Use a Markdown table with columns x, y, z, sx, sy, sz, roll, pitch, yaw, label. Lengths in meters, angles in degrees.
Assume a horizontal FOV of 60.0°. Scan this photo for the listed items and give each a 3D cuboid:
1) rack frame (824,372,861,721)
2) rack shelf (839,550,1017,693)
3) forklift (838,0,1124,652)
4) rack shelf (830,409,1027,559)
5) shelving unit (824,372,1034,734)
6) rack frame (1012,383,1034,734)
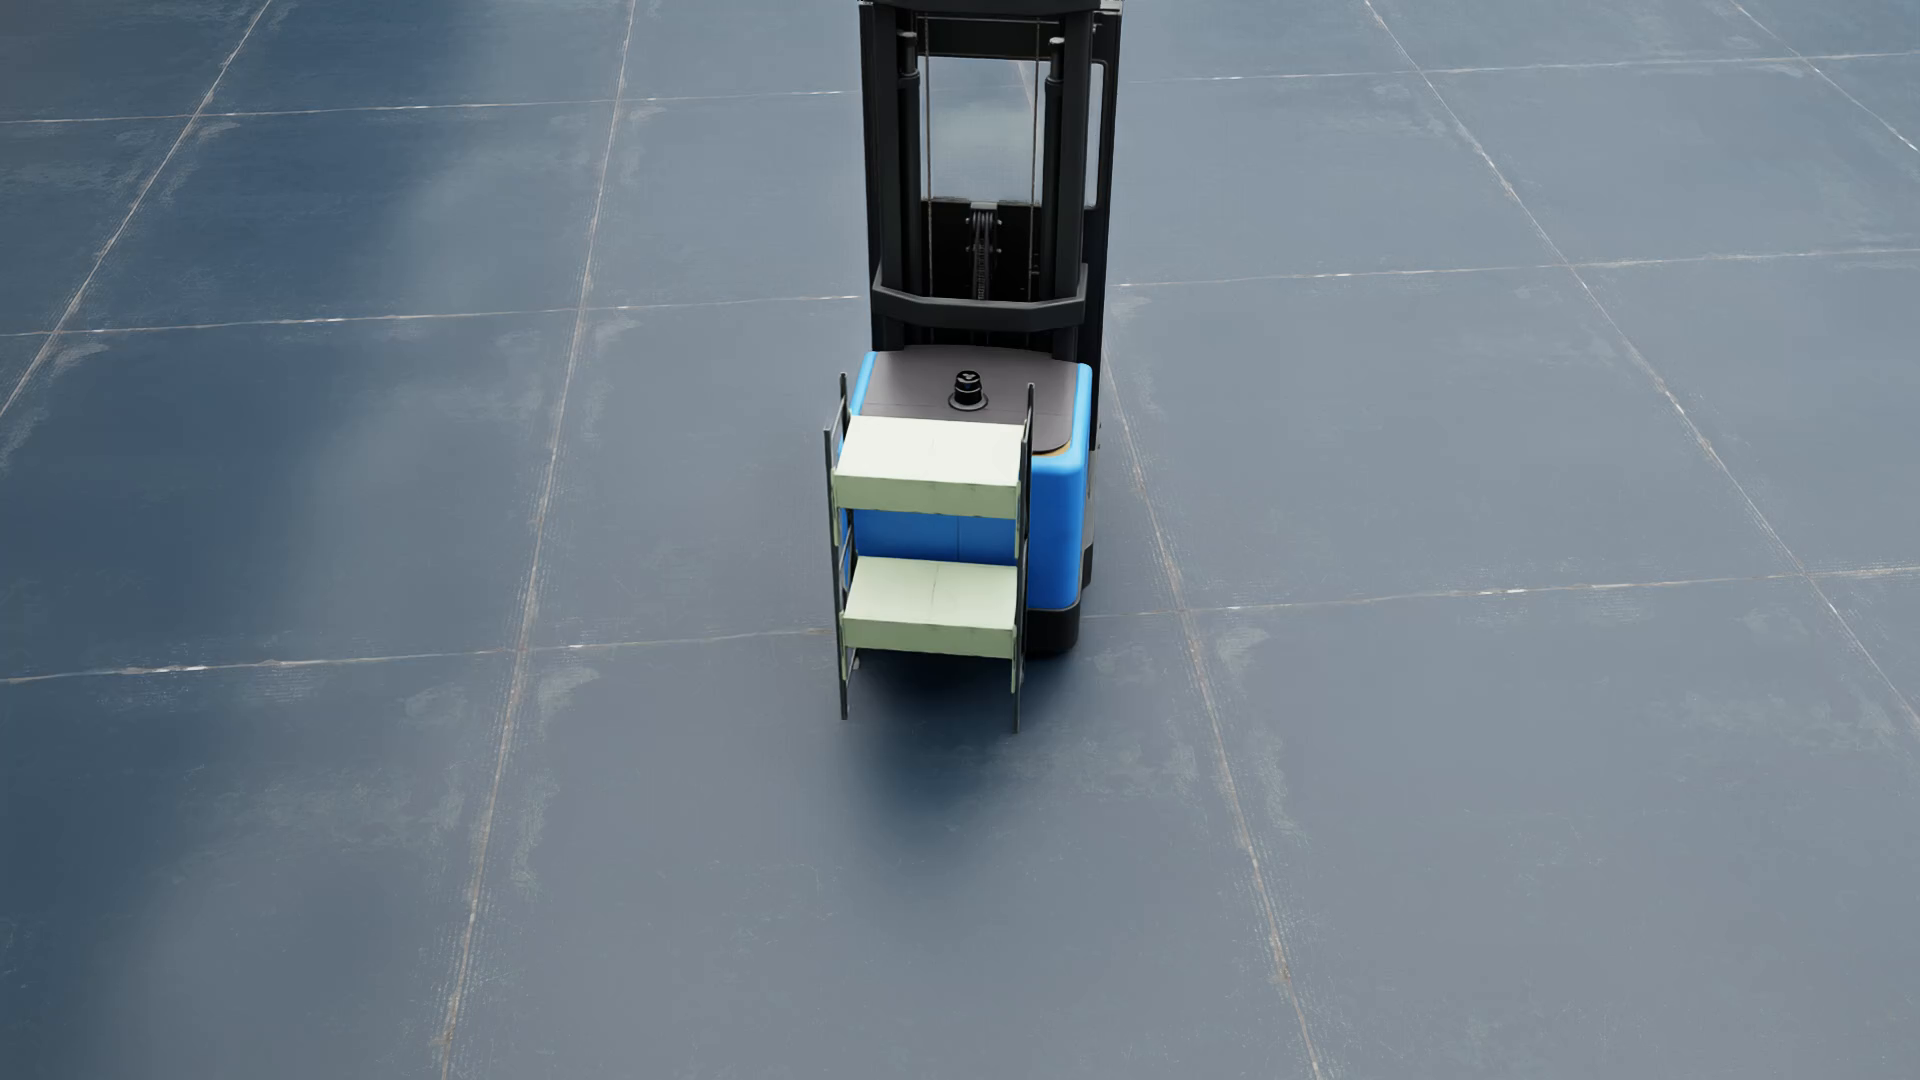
| x | y | z | sx | sy | sz | roll | pitch | yaw | label |
| --- | --- | --- | --- | --- | --- | --- | --- | --- | --- |
| -0.474 | 0.059 | 6.787 | 0.023 | 1.500 | 0.400 | 4 | 38 | 5 | rack frame |
| -0.110 | 0.339 | 6.958 | 0.720 | 0.370 | 0.431 | 4 | 38 | 5 | rack shelf |
| 0.153 | -1.559 | 7.681 | 1.130 | 2.935 | 3.031 | 4 | 38 | 5 | forklift |
| -0.110 | -0.223 | 6.514 | 0.720 | 0.370 | 0.431 | 4 | 38 | 5 | rack shelf |
| -0.110 | 0.083 | 6.756 | 0.755 | 1.500 | 0.431 | 4 | 38 | 5 | shelving unit |
| 0.254 | 0.107 | 6.725 | 0.023 | 1.500 | 0.400 | 4 | 38 | 5 | rack frame |
